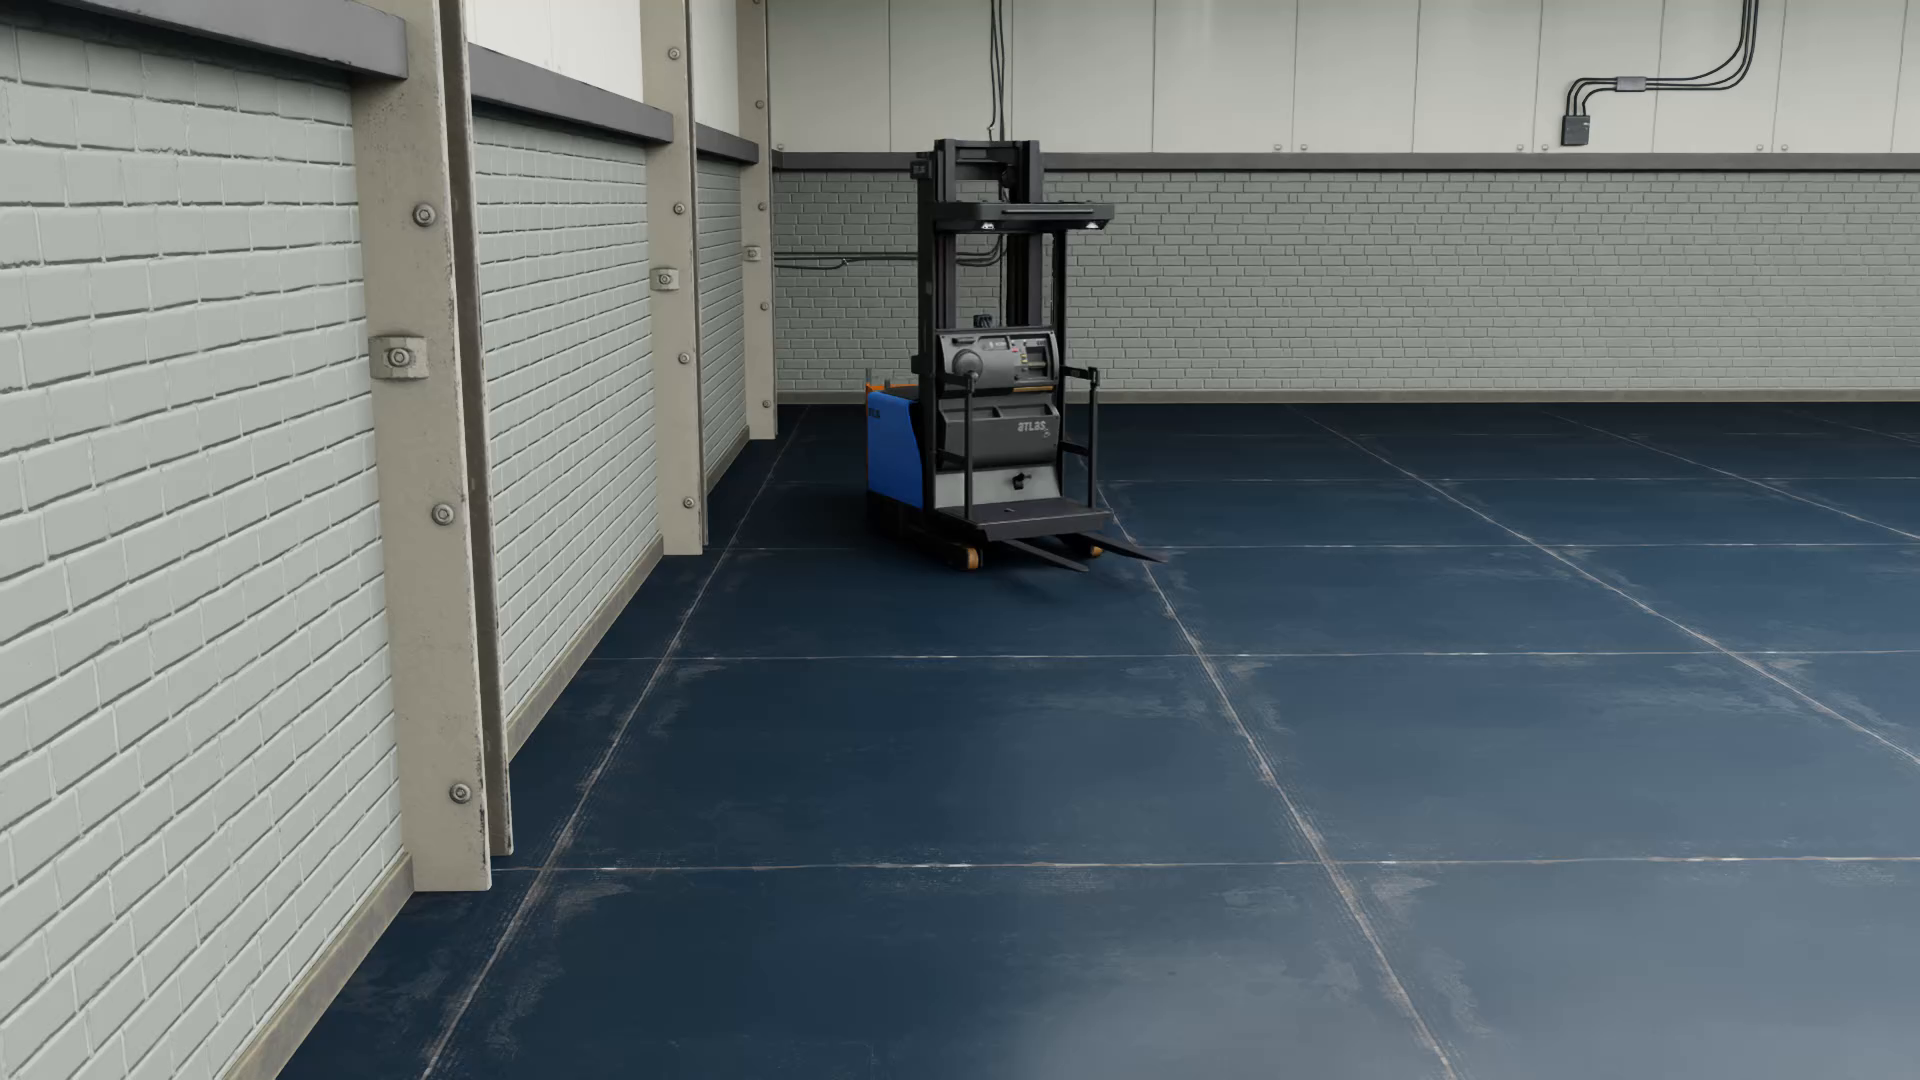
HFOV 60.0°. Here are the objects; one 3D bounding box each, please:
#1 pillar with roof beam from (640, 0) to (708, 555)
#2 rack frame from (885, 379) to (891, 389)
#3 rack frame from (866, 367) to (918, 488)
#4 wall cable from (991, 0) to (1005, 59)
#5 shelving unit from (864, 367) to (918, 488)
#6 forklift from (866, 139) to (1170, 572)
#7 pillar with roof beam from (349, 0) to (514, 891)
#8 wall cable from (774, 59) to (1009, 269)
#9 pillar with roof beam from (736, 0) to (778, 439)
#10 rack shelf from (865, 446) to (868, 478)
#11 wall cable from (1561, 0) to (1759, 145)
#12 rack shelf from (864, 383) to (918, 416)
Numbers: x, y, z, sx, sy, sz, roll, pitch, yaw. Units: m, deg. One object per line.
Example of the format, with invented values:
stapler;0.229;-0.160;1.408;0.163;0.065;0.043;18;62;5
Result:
pillar with roof beam;2.273;-4.361;11.422;9.100;9.000;0.400;0;11;-1
rack frame;-0.347;-0.725;13.306;0.500;1.125;0.032;-2;12;-11
rack frame;-0.552;-0.923;14.282;0.500;1.125;0.032;-2;12;-11
wall cable;1.811;-7.091;19.988;3.097;2.526;0.112;0;11;-1
shelving unit;-0.450;-0.824;13.794;0.538;1.125;1.048;-2;12;-11
forklift;0.381;-1.321;11.699;1.130;2.935;3.031;-6;13;-26
pillar with roof beam;2.397;-3.168;5.543;9.100;9.000;0.400;0;11;-1
wall cable;-0.894;-4.605;20.436;3.097;2.526;0.112;0;11;-1
pillar with roof beam;2.149;-5.554;17.301;9.100;9.000;0.400;0;11;-1
rack shelf;-0.450;-0.585;13.843;0.538;0.278;1.000;-2;12;-11
wall cable;8.598;-7.830;19.966;2.305;6.003;0.169;0;11;-1
rack shelf;-0.450;-1.111;13.736;0.538;0.278;1.000;-2;12;-11
